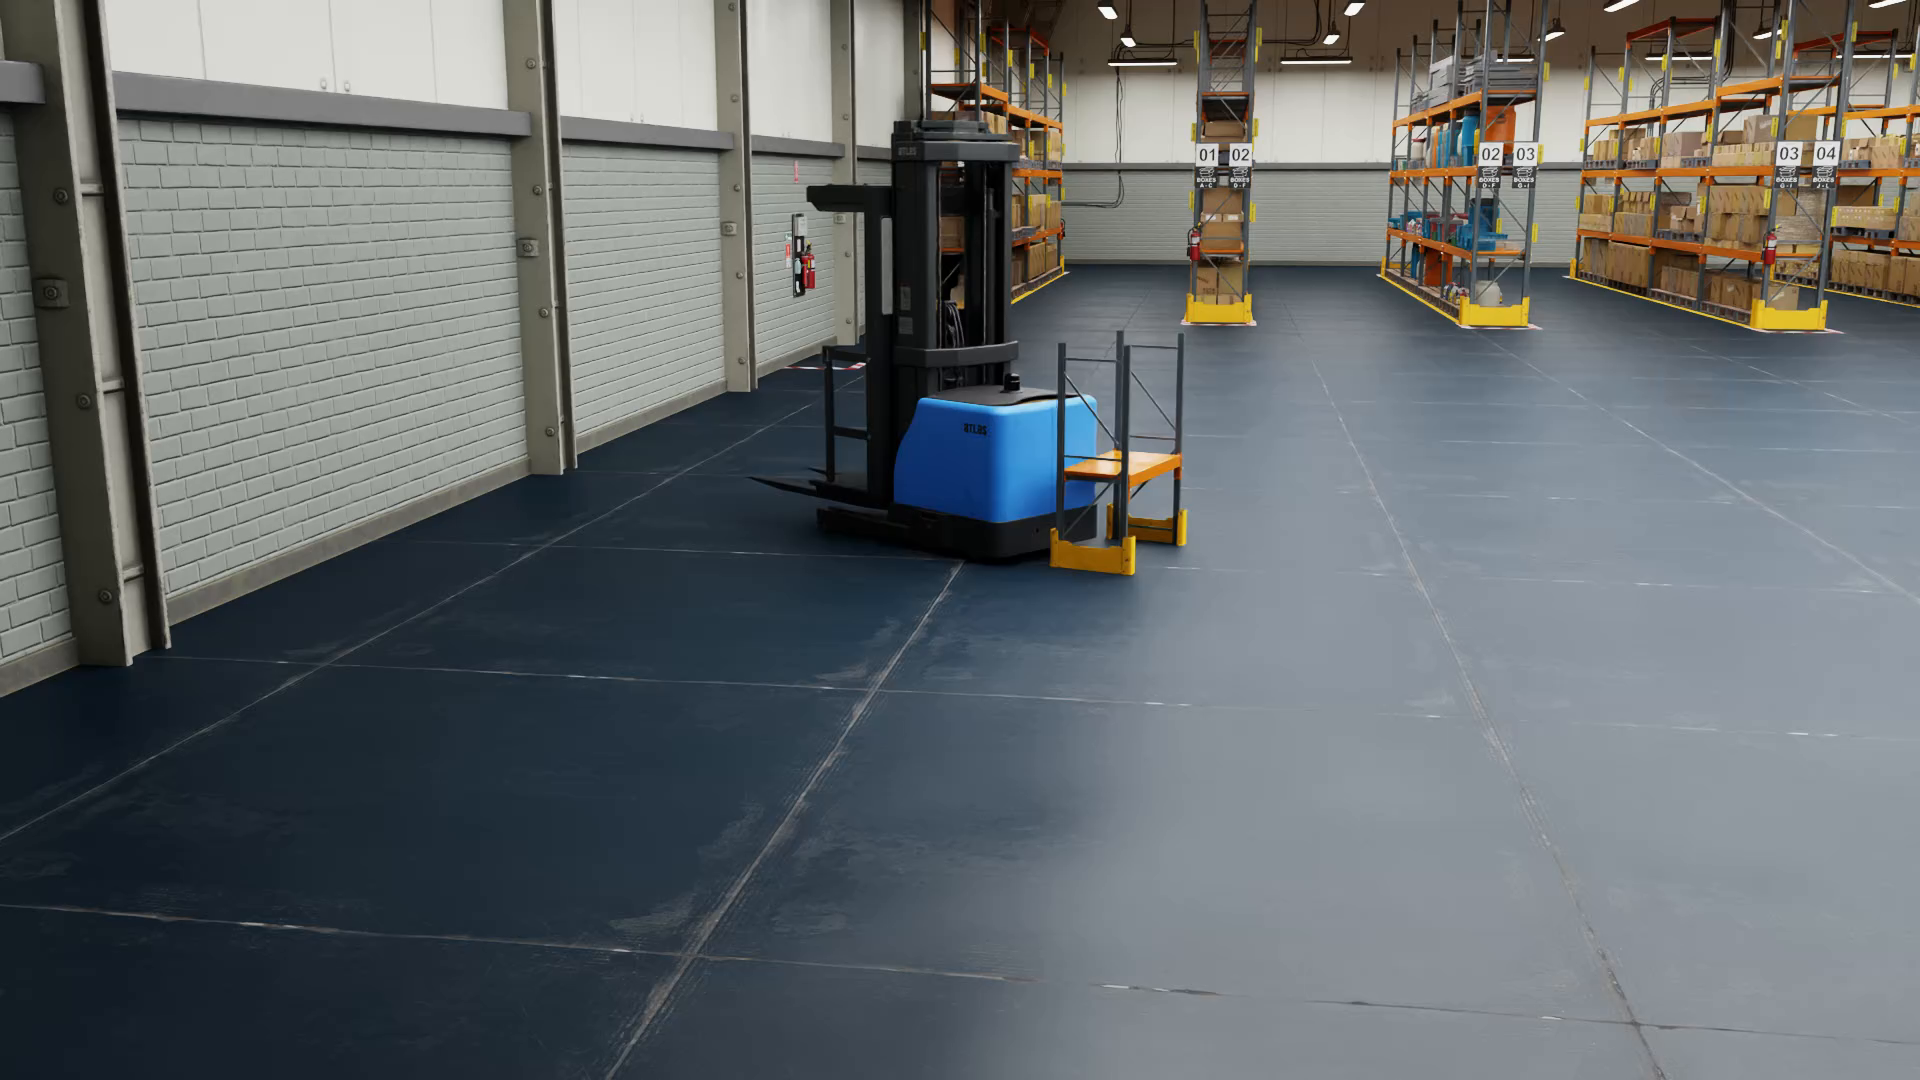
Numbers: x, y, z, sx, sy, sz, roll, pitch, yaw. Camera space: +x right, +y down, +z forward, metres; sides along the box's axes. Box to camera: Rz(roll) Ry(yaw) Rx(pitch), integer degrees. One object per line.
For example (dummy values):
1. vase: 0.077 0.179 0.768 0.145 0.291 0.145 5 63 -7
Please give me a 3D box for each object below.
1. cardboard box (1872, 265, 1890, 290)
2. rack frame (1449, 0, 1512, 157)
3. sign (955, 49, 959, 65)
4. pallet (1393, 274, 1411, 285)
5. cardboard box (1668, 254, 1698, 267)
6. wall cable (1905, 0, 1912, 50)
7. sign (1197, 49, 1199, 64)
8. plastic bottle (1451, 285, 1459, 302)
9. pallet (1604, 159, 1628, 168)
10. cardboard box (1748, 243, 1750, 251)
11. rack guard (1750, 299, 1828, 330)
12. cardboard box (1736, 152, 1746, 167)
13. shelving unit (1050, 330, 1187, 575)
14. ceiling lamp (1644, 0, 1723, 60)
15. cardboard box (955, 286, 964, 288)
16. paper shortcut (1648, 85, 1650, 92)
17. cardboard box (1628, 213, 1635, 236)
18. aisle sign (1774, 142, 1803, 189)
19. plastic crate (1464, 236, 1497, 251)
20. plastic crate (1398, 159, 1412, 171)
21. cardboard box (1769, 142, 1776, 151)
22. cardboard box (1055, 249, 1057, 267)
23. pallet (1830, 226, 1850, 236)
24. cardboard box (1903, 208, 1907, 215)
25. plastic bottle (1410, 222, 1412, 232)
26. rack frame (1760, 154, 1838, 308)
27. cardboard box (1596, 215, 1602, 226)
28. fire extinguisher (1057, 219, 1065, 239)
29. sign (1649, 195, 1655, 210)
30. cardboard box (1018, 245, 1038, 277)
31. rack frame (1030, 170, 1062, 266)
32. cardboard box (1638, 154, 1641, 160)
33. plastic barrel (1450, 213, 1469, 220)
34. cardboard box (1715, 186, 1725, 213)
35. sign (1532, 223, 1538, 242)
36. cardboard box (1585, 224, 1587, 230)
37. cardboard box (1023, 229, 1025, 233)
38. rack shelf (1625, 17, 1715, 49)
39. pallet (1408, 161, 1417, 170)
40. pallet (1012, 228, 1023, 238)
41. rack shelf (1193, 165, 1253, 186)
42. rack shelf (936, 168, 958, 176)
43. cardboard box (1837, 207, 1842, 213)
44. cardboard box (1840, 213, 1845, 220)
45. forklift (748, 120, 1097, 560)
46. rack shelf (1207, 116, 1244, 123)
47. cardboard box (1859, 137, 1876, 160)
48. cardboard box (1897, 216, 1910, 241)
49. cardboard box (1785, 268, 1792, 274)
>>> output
1. cardboard box: 20.516 -5.792 36.684 0.500 0.500 0.500 2 12 8
2. rack frame: 10.278 -9.105 32.883 1.000 3.000 0.127 2 12 9
3. sign: -0.060 -9.977 34.335 0.100 0.325 0.005 2 12 9
4. pallet: 11.583 -6.629 42.252 1.003 0.211 1.213 2 12 9
5. cardboard box: 15.714 -6.064 36.120 0.500 0.250 0.500 2 12 11
6. wall cable: 25.876 -15.297 47.374 2.355 3.000 0.029 2 12 9
7. sign: 4.846 -9.777 33.594 0.100 0.325 0.005 2 12 9
8. plastic bottle: 9.621 -4.772 32.257 0.144 0.351 0.185 2 12 11
9. pallet: 16.539 -9.270 40.979 1.003 0.211 1.213 2 12 9
10. cardboard box: 14.557 -5.331 30.204 0.380 0.149 0.250 2 12 9
11. rack guard: 14.569 -3.973 29.243 1.175 0.500 0.348 2 12 9
12. cardboard box: 14.613 -6.996 30.573 0.500 0.250 0.500 2 12 8
13. shelving unit: 1.107 -0.629 11.353 0.587 1.500 1.083 6 14 27
14. ceiling lamp: 19.936 -14.773 45.326 2.000 3.185 0.800 2 12 9
15. cardboard box: 0.157 -4.821 32.583 0.500 0.311 0.500 3 13 13
16. paper shortcut: 15.471 -10.137 37.341 0.009 0.170 0.078 12 -17 6
17. cardboard box: 15.857 -7.322 38.611 0.500 0.500 0.500 2 12 10
18. aisle sign: 14.251 -6.447 28.618 0.394 0.787 0.004 2 12 9
19. plastic crate: 9.444 -5.381 30.195 0.499 0.251 0.616 2 12 9
20. plastic crate: 11.478 -9.628 42.708 0.437 0.282 0.530 2 12 9
21. cardboard box: 14.291 -6.835 28.879 0.380 0.149 0.250 2 12 9
22. cardboard box: 2.326 -7.826 46.123 0.700 0.500 0.500 2 12 9
23. pallet: 21.027 -7.247 38.958 1.003 0.211 1.213 2 12 9
24. cardboard box: 21.016 -7.233 36.623 0.380 0.149 0.250 2 12 8
25. plastic bottle: 10.894 -7.533 40.106 0.061 0.283 0.133 2 12 9
26. rack frame: 14.557 -5.179 28.906 1.000 3.000 0.127 2 12 9
27. cardboard box: 16.367 -8.064 41.941 0.500 0.250 0.500 2 12 10
28. fire extinguisher: 2.814 -8.788 46.719 0.296 0.674 0.183 2 12 9
29. sign: 15.238 -7.428 36.592 0.100 0.325 0.005 2 12 9
30. cardboard box: 1.488 -6.812 40.586 0.750 0.750 0.750 2 12 8
31. rack frame: 2.334 -8.991 46.595 1.000 3.000 0.127 2 12 9
32. cardboard box: 16.025 -8.921 38.748 0.380 0.149 0.250 1 12 6
33. plastic barrel: 11.121 -6.965 36.870 0.600 0.536 0.708 2 12 9
34. cardboard box: 14.776 -6.505 31.743 0.500 0.500 0.500 2 12 9
35. sign: 10.206 -5.456 29.535 0.100 0.325 0.005 2 12 9
36. cardboard box: 16.521 -8.163 43.347 0.380 0.149 0.250 2 12 8
37. cardboard box: 1.384 -7.274 39.175 0.380 0.149 0.250 2 12 8
38. rack shelf: 16.095 -11.467 37.659 1.077 0.370 4.000 2 12 9
39. pallet: 11.484 -9.045 40.174 1.213 0.211 1.003 2 12 9
40. pallet: 0.840 -6.819 36.970 1.003 0.211 1.213 2 12 9
41. rack shelf: 5.077 -7.032 32.091 1.077 0.370 4.000 2 12 9
42. rack shelf: 0.181 -7.192 32.832 1.077 0.370 4.000 2 12 9
43. cardboard box: 20.694 -7.690 38.745 0.380 0.149 0.250 2 12 9
44. cardboard box: 20.656 -7.494 38.542 0.380 0.149 0.250 1 12 6
45. forklift: -0.412 -1.542 12.189 1.130 2.935 3.031 -11 17 -42
46. rack shelf: 6.307 -9.968 39.544 1.077 0.370 4.000 2 12 9
47. cardboard box: 20.921 -8.900 37.811 0.797 0.503 0.637 2 12 8
48. cardboard box: 20.337 -6.627 35.387 0.500 0.500 0.500 2 12 9
49. cardboard box: 21.368 -6.882 42.579 0.380 0.149 0.250 2 12 9
